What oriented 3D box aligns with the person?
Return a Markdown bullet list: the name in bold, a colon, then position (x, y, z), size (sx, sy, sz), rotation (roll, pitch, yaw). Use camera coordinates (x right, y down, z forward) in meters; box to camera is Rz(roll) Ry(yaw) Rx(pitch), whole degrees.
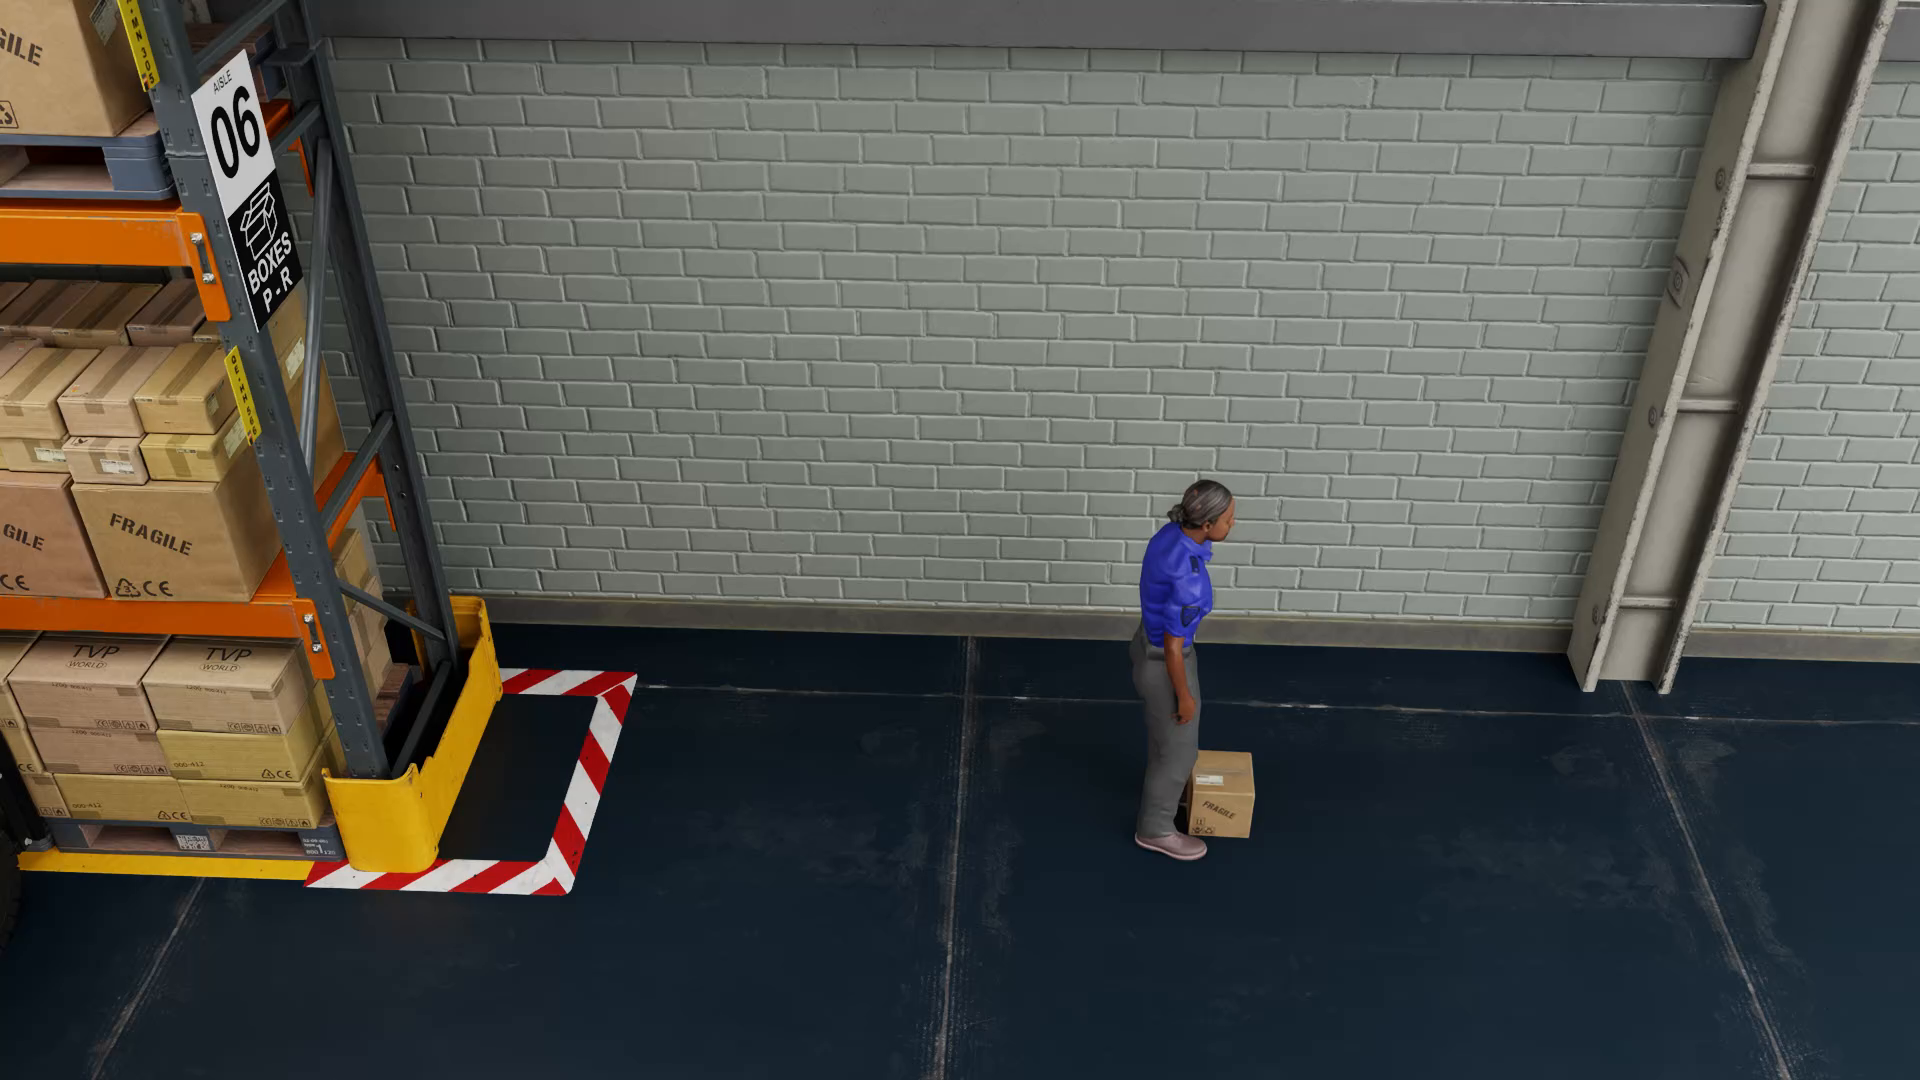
- **person**: position (0.862, 0.483, 6.453), size (0.402, 1.653, 0.517), rotation (0, 36, 0)
